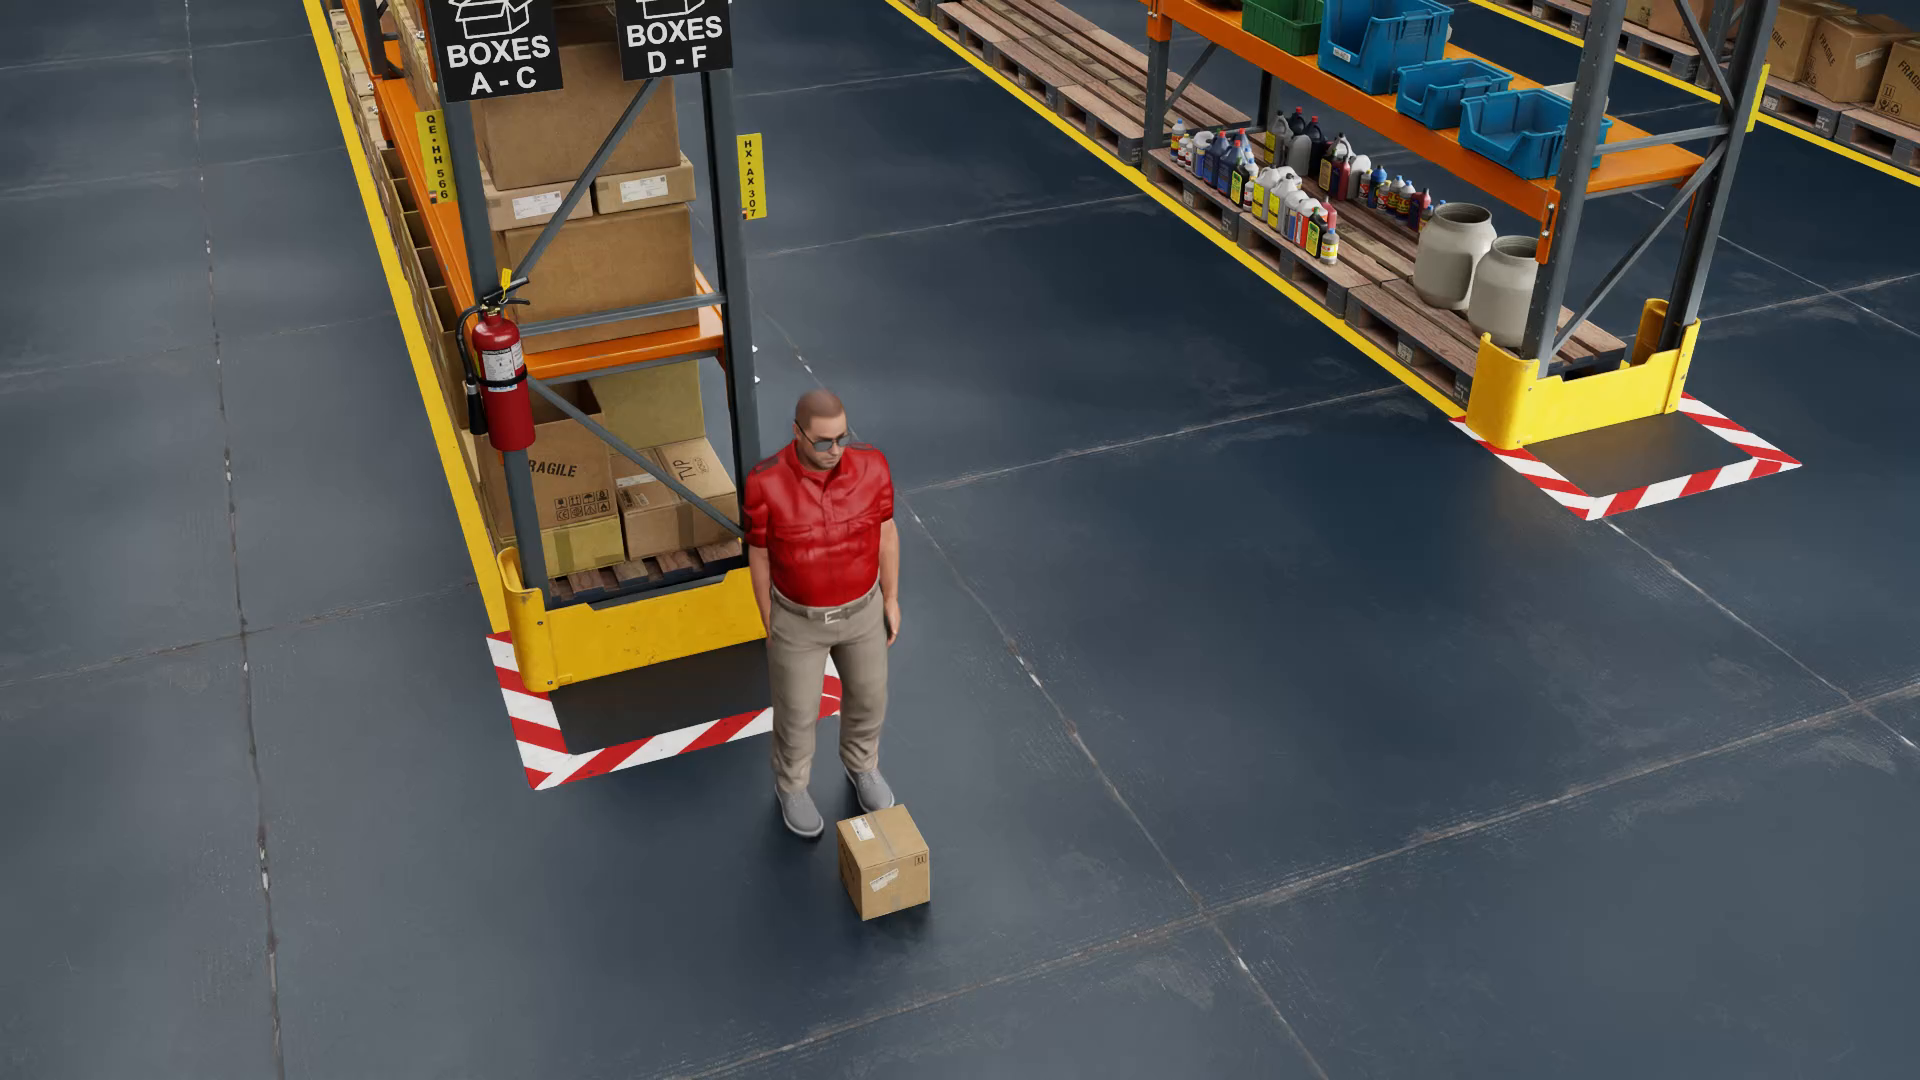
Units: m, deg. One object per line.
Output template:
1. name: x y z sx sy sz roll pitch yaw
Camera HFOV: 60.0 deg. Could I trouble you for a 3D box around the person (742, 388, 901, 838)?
1. person: -0.447 0.259 5.771 0.529 1.721 0.359 -12 35 -18
